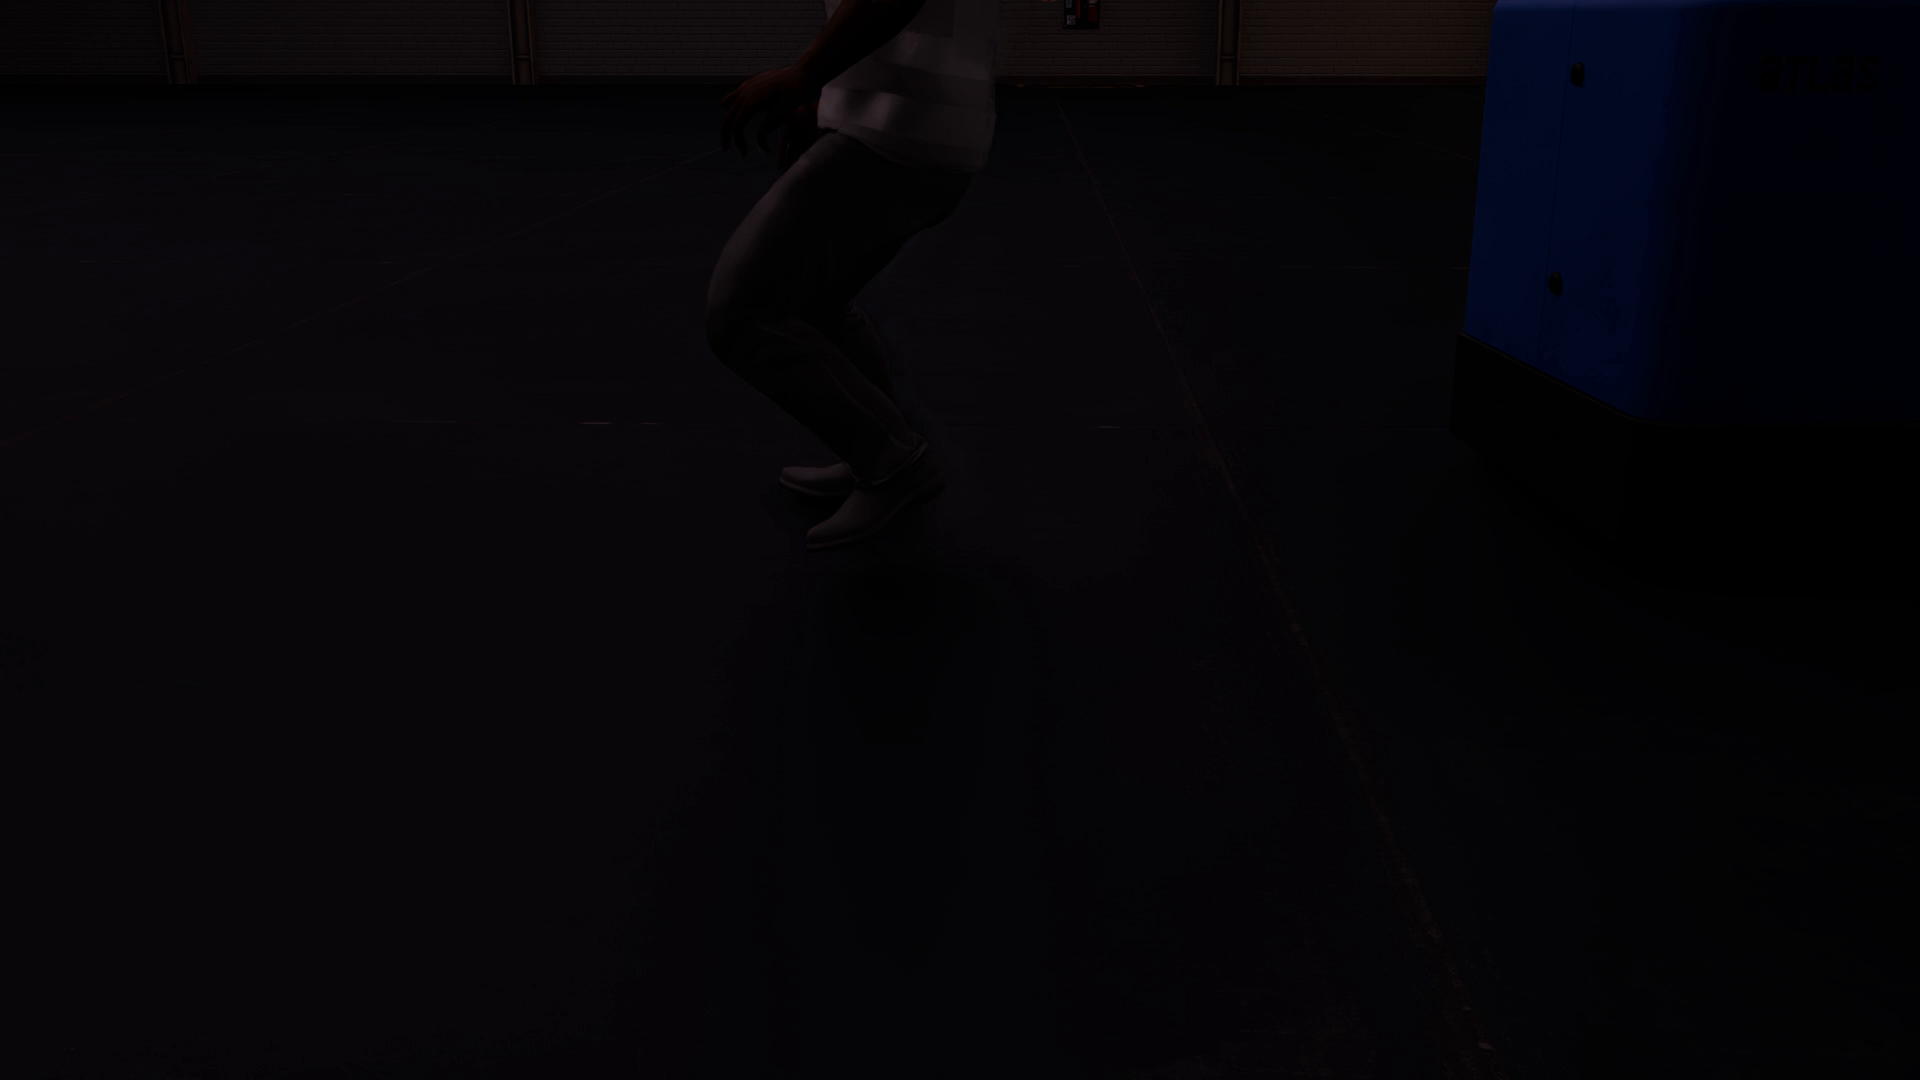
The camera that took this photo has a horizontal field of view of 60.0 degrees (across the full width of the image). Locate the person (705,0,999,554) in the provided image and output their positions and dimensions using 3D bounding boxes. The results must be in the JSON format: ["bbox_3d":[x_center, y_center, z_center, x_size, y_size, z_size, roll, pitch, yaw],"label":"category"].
[{"bbox_3d":[-0.186,-0.780,3.130,0.548,1.644,0.912,2,17,5],"label":"person"}]

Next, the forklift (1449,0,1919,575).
[{"bbox_3d":[2.701,-1.486,3.216,3.031,2.935,1.130,-1,17,-4],"label":"forklift"}]
